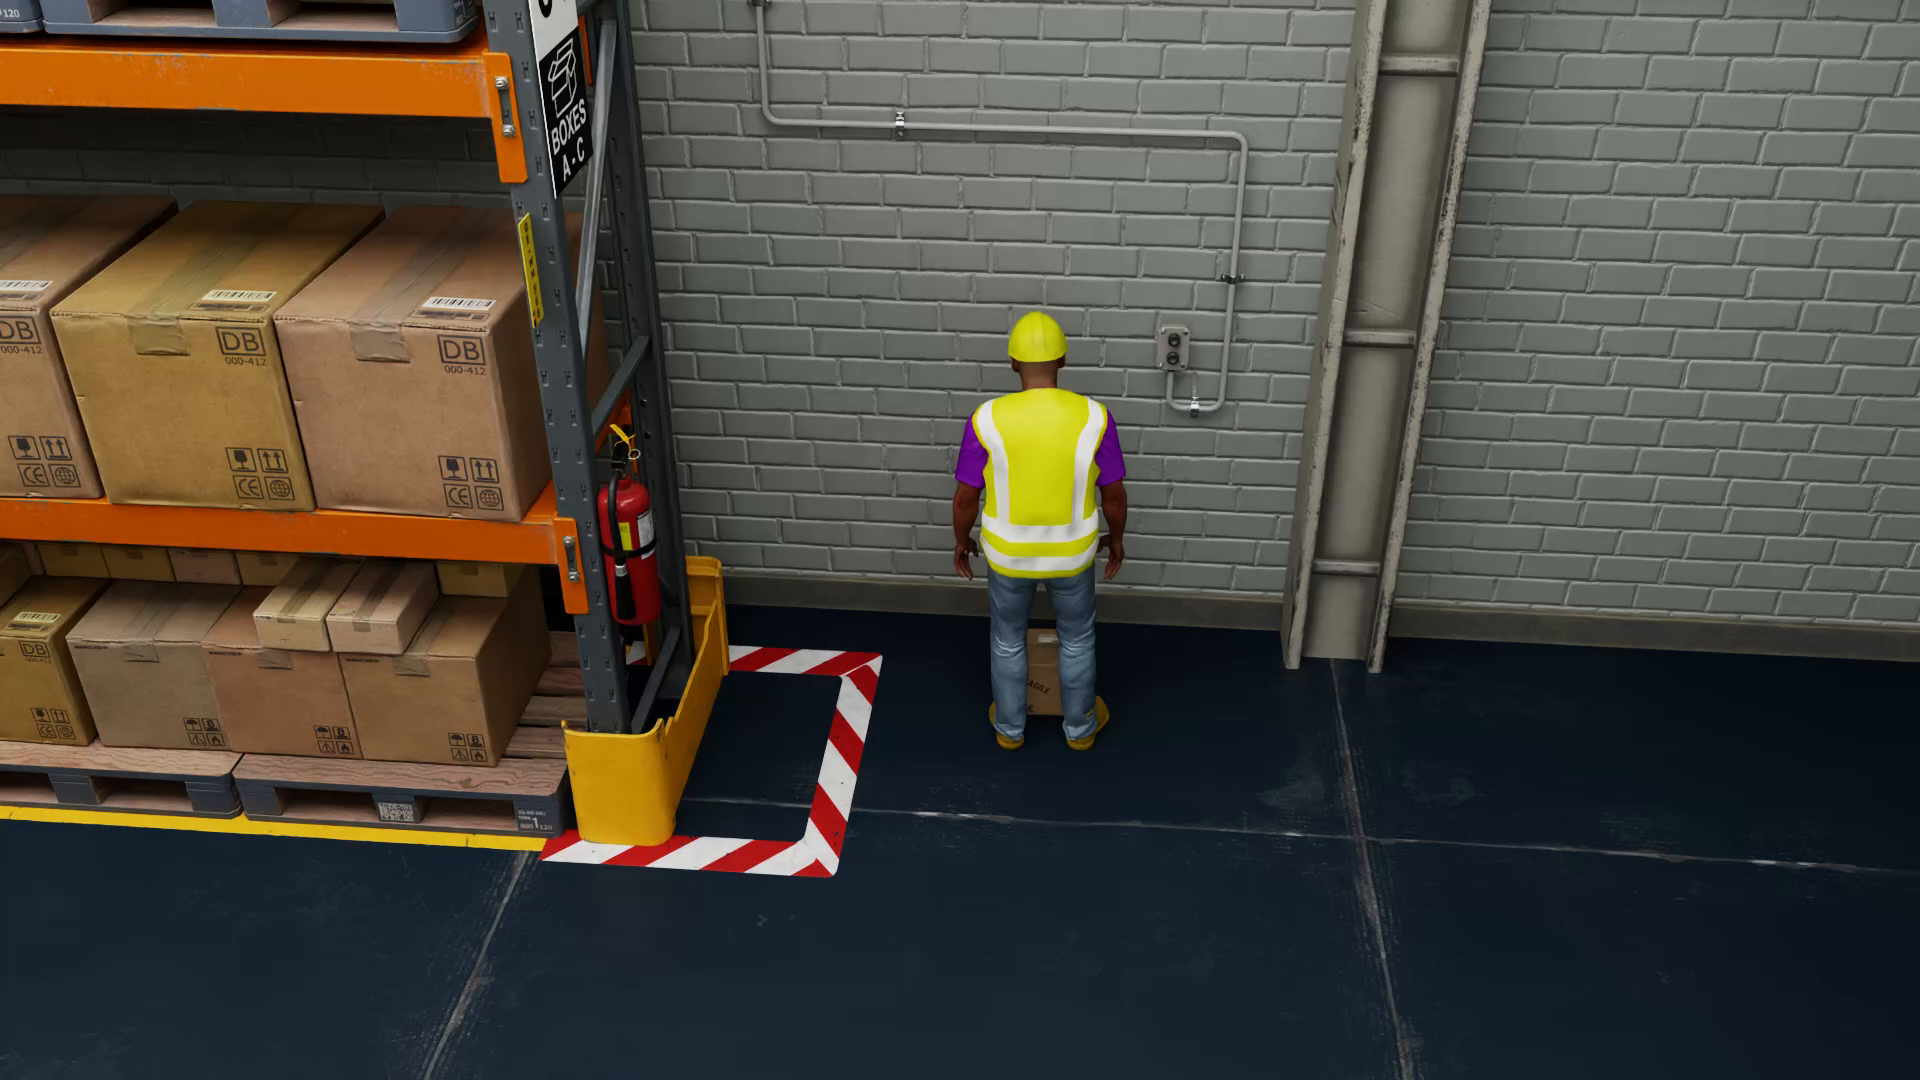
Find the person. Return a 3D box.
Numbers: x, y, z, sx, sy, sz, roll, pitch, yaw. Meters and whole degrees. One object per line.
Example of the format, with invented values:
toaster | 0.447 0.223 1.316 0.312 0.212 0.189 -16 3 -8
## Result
person | 0.291 0.007 6.108 0.635 1.760 0.457 1 32 1
